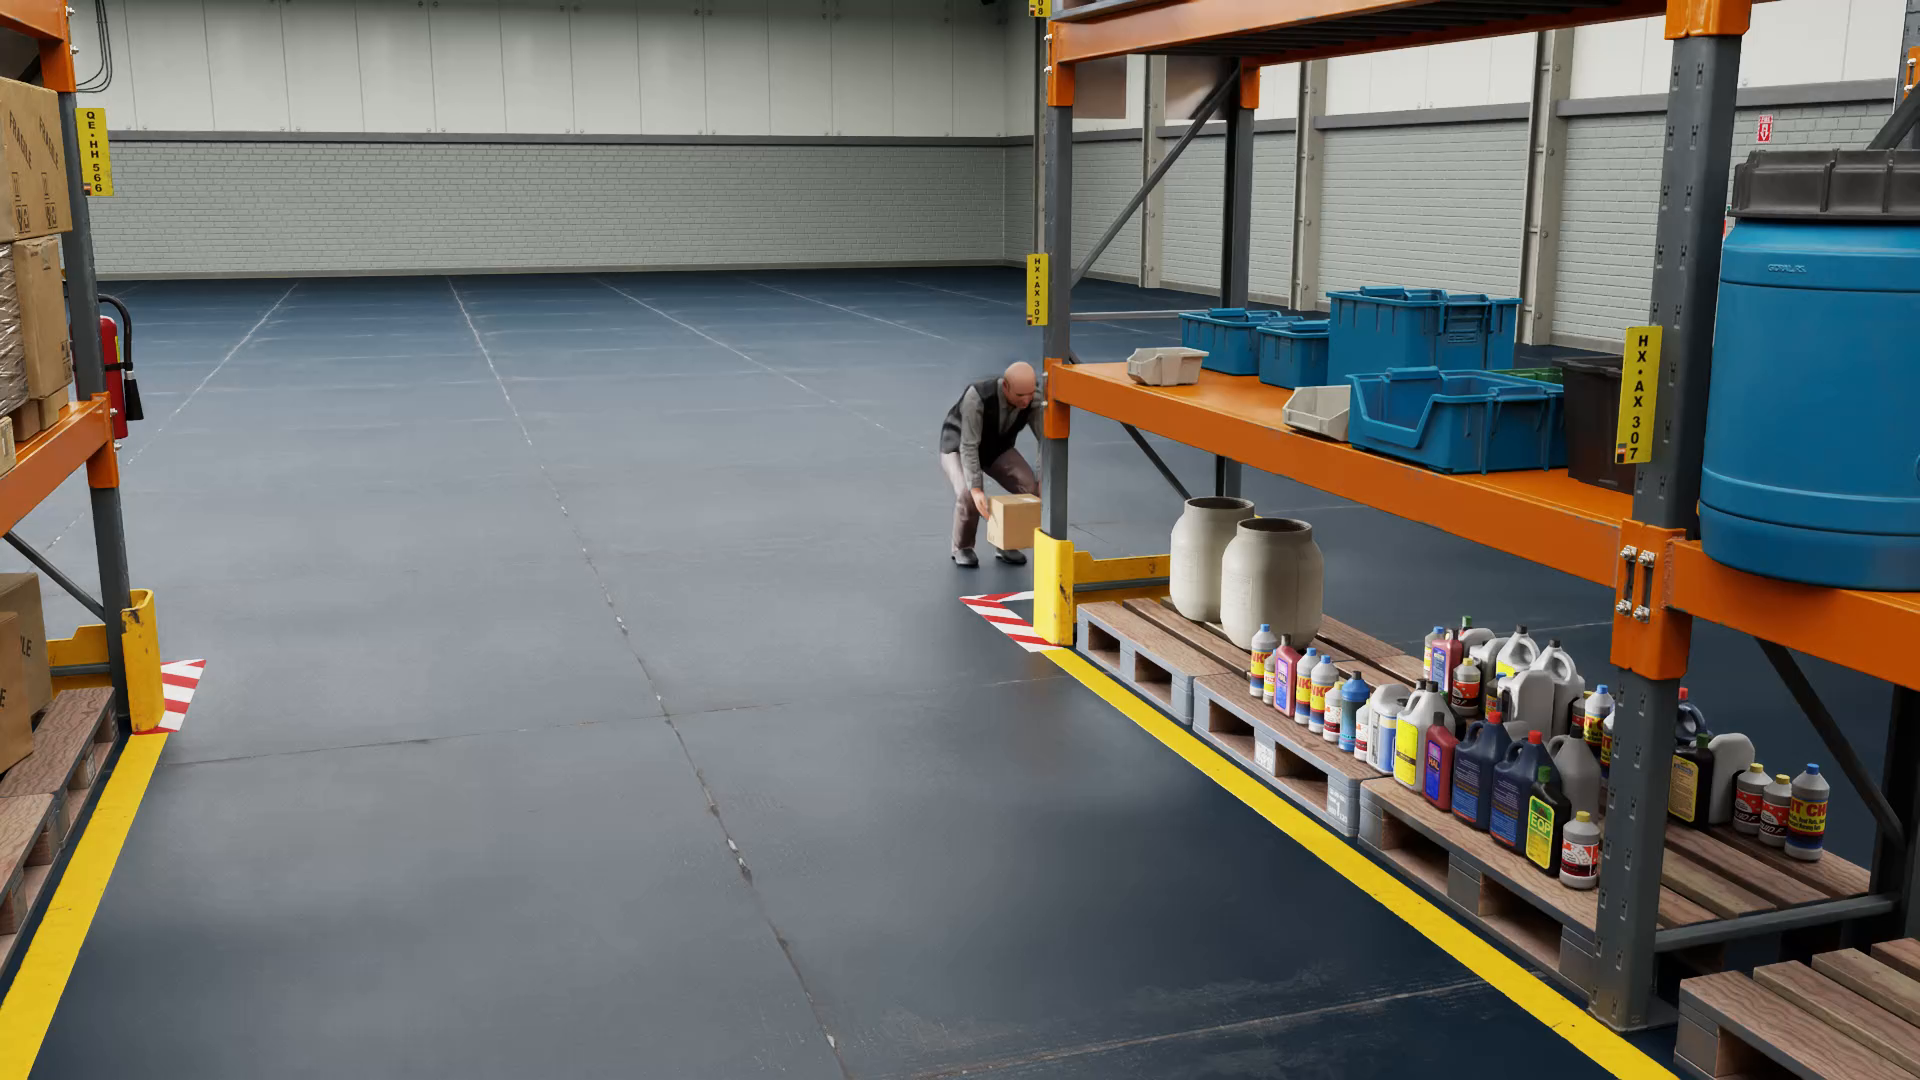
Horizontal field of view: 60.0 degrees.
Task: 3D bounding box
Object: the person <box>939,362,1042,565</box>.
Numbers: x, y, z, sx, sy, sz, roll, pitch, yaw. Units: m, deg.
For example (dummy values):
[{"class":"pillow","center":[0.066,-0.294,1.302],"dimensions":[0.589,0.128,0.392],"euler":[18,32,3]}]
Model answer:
[{"class":"person","center":[0.215,-0.442,9.333],"dimensions":[0.575,1.179,0.806],"euler":[-4,13,-18]}]
